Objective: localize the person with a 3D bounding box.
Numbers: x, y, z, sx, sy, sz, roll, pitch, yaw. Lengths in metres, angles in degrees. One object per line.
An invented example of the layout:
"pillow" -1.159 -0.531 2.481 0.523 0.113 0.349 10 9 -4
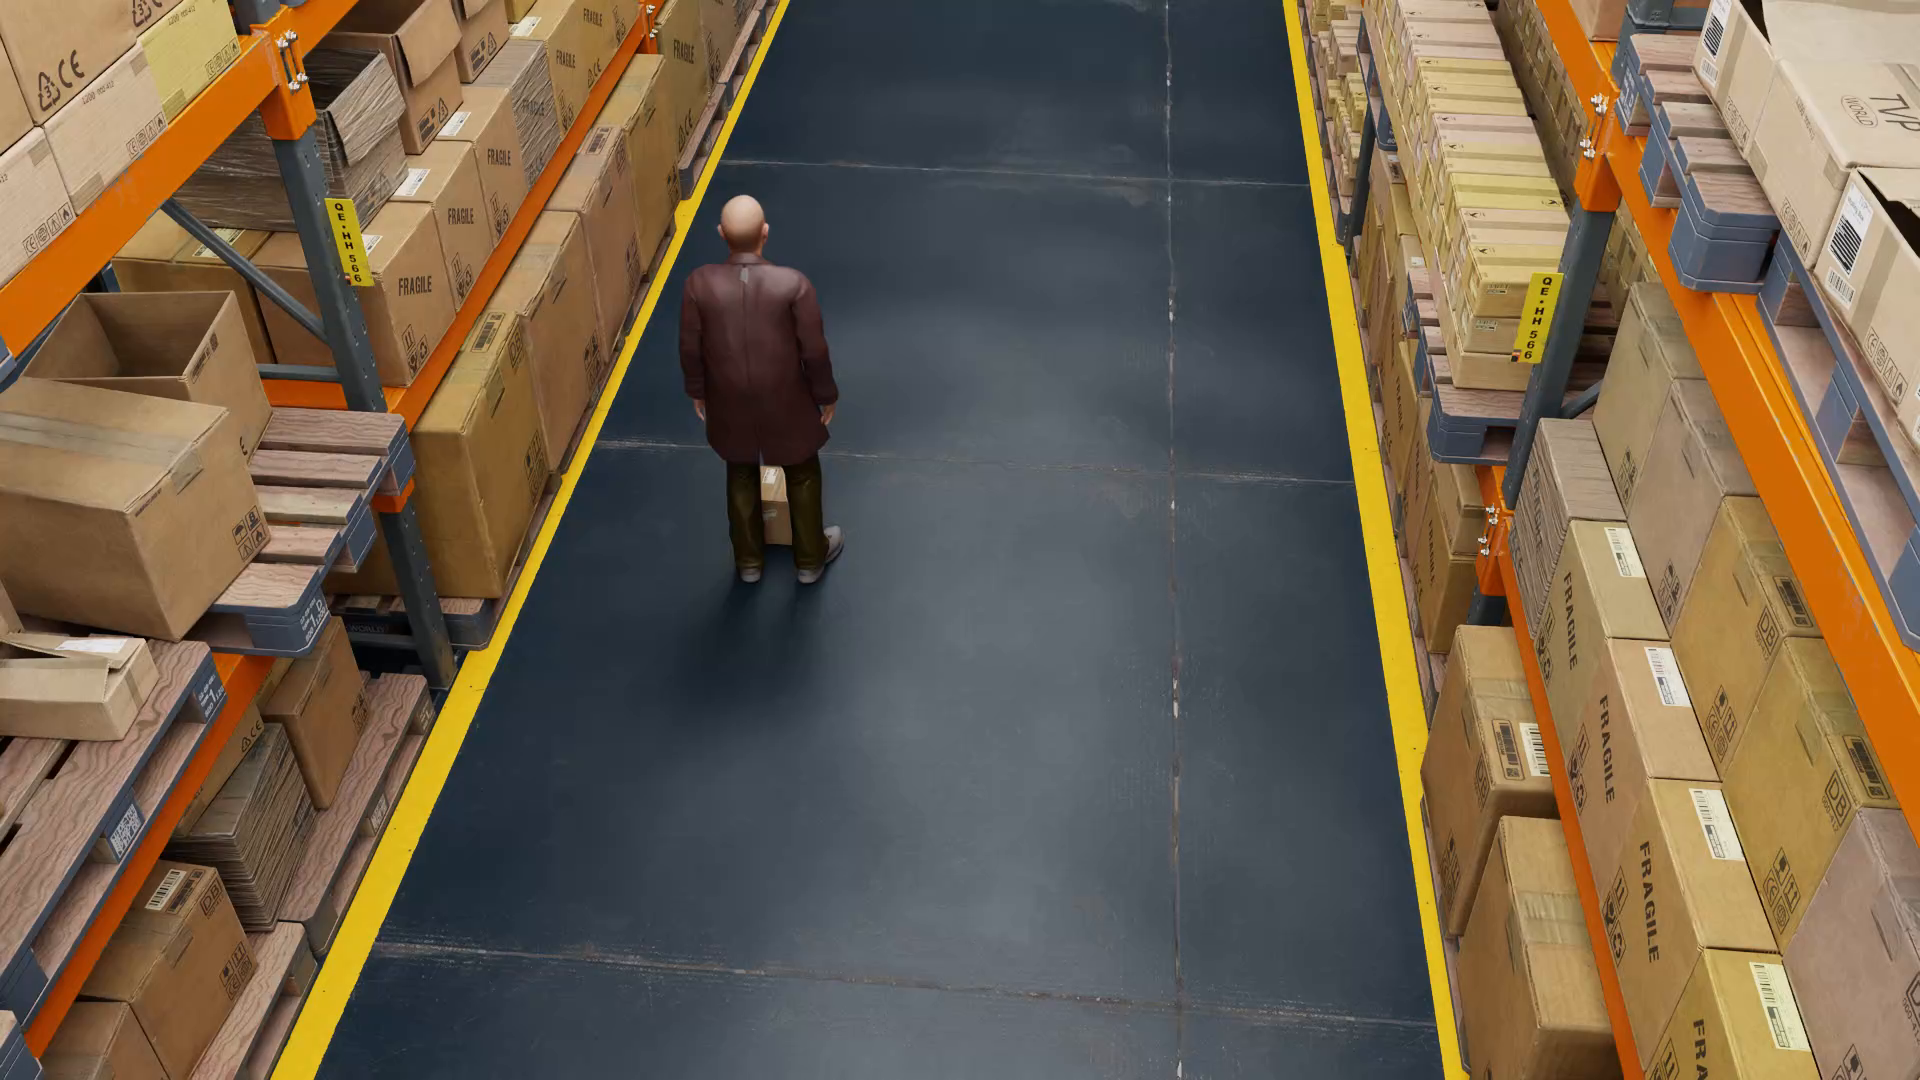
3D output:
"person" -0.820 -0.589 6.881 0.642 1.774 0.422 3 40 4
